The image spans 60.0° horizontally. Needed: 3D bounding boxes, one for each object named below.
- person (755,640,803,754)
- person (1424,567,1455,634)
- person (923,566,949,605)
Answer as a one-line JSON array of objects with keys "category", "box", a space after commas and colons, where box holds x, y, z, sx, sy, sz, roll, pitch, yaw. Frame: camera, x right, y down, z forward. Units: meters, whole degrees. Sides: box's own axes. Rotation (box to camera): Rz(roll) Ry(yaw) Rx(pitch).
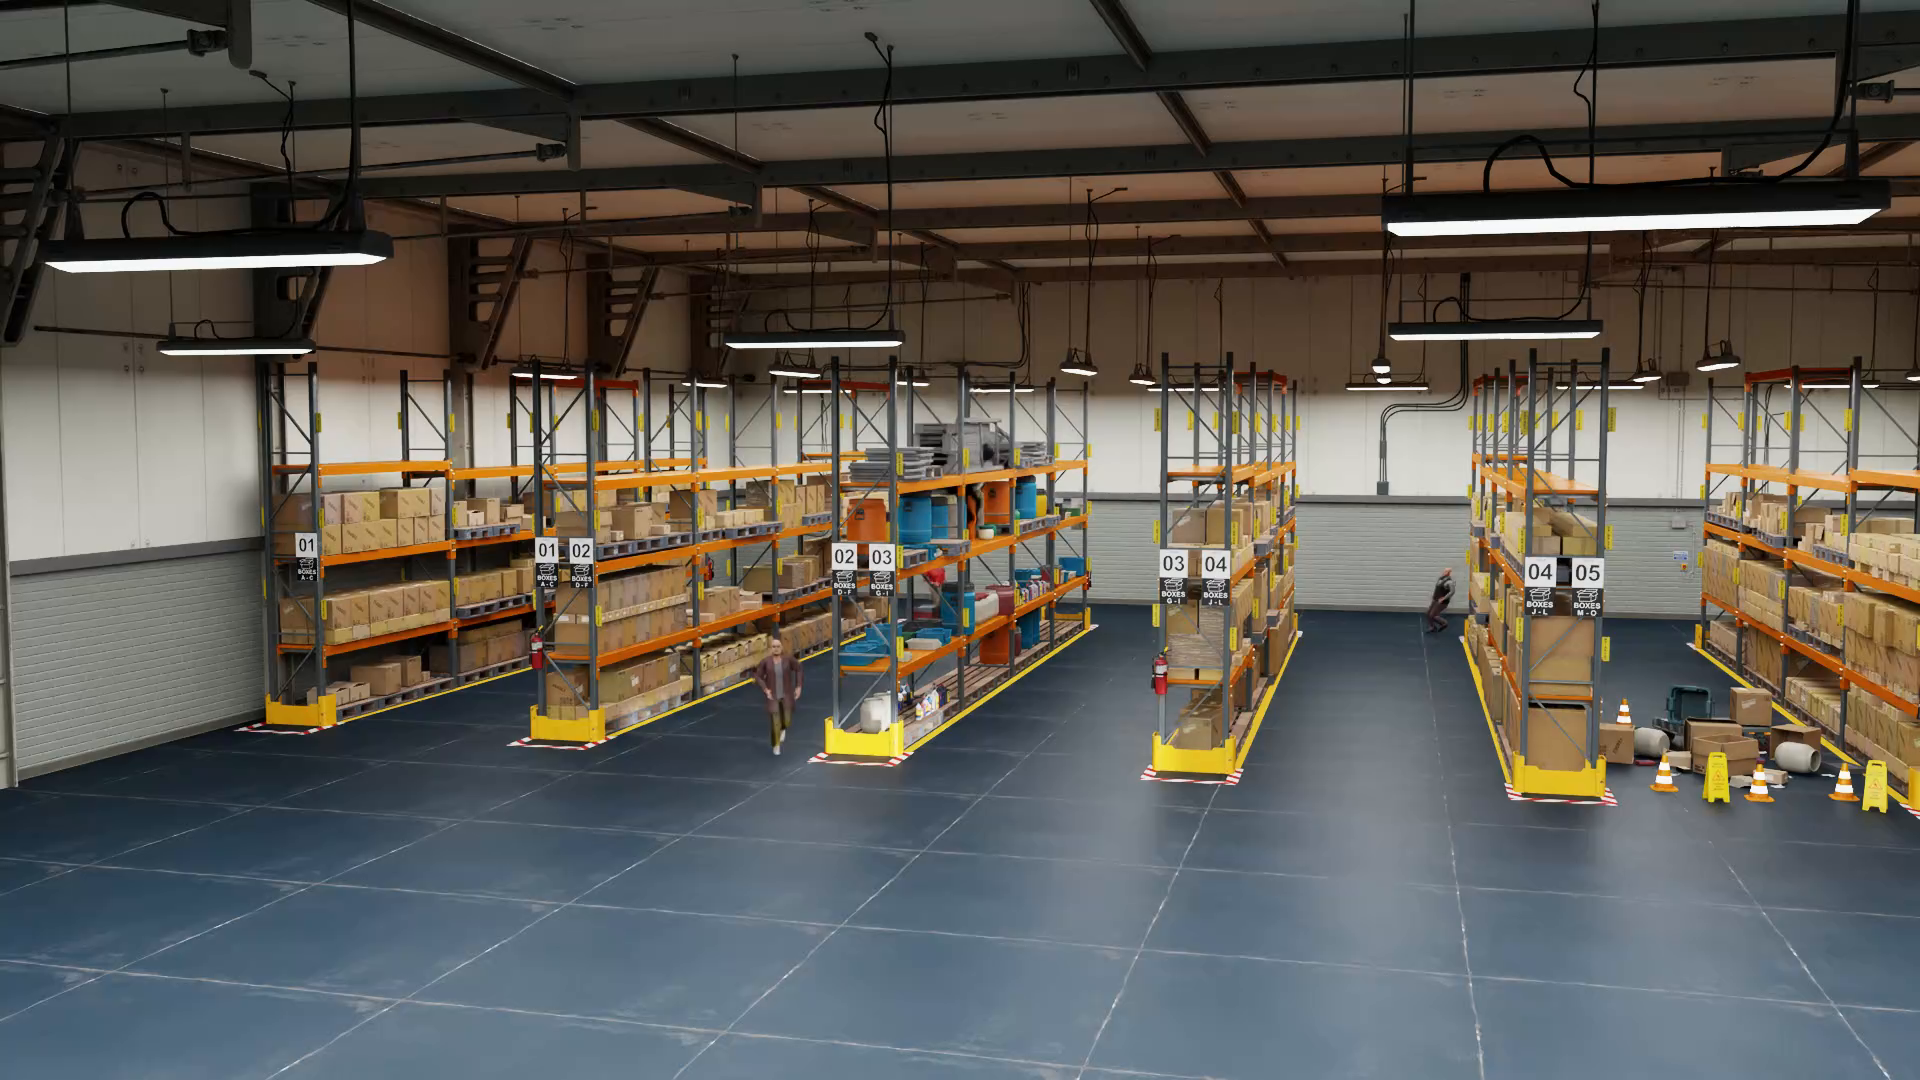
[{"category": "person", "box": [-2.740, 2.373, 25.200, 0.739, 1.743, 0.704, -1, 4, -11]}, {"category": "person", "box": [11.330, 1.440, 39.288, 0.521, 1.628, 0.744, 0, 4, -2]}, {"category": "person", "box": [-0.610, 1.246, 41.757, 0.703, 1.682, 0.729, -3, 5, -33]}]
